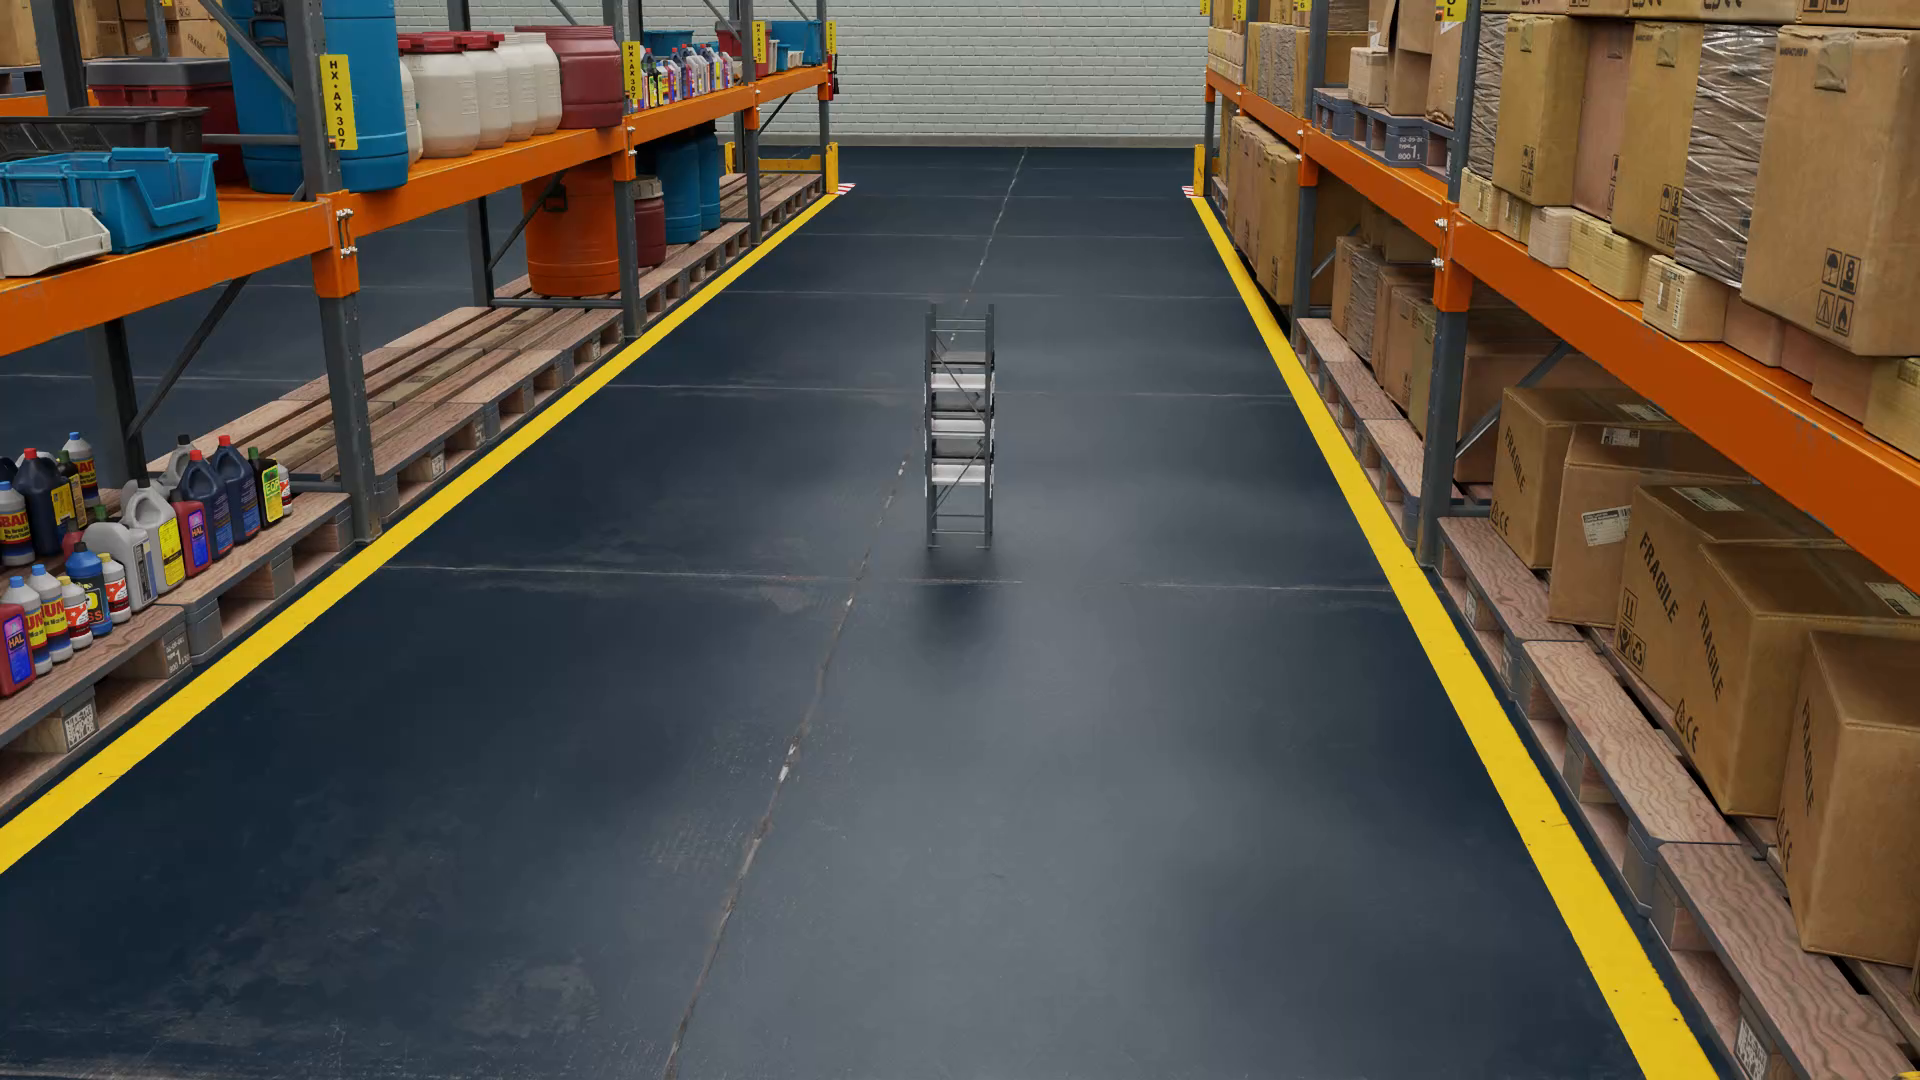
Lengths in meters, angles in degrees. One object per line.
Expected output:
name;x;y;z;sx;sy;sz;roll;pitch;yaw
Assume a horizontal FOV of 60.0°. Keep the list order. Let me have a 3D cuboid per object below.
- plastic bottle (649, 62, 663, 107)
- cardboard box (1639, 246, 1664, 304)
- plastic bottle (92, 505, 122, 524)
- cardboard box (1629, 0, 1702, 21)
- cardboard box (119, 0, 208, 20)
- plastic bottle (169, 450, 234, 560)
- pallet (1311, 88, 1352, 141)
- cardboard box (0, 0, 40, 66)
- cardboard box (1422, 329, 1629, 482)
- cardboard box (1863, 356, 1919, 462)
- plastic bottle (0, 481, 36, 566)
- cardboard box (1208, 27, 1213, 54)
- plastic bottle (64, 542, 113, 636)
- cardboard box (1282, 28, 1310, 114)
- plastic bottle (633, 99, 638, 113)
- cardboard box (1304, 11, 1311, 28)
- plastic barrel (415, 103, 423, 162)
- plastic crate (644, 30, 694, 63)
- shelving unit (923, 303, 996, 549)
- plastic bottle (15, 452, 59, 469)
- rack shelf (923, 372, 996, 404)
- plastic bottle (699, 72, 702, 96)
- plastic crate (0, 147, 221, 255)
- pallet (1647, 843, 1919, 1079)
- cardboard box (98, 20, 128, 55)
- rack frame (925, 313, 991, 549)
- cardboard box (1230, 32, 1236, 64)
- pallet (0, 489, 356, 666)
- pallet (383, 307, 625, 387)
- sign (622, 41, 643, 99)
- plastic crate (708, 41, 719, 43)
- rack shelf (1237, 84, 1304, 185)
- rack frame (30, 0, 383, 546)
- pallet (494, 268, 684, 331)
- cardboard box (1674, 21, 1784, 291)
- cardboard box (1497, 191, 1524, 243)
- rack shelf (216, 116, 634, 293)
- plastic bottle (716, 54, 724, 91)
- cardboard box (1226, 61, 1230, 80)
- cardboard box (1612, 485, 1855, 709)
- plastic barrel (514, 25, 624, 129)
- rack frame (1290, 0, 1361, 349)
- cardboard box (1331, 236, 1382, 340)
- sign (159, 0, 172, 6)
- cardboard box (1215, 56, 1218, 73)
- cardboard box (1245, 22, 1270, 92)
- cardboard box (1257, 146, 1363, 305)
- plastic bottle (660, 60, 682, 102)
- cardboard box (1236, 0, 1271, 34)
plastic bottle;-2.005;-3.005;10.964;0.061;0.283;0.133;1;18;4
cardboard box;1.808;-0.600;3.841;0.380;0.149;0.250;1;18;4
plastic bottle;-2.650;0.019;5.204;0.061;0.283;0.133;1;18;4
cardboard box;1.809;-1.388;3.598;0.500;0.500;0.500;1;18;4
cardboard box;-6.803;-4.694;14.165;0.500;0.500;0.500;2;18;5
plastic bottle;-2.523;-0.119;5.517;0.144;0.351;0.185;0;18;1
pallet;2.532;-2.252;8.786;1.213;0.211;1.003;1;18;4
cardboard box;-7.182;-3.728;12.149;0.700;0.500;0.500;-3;18;-10
cardboard box;2.255;-0.536;6.549;0.700;0.500;0.500;0;18;0
cardboard box;1.703;-0.212;2.657;0.380;0.149;0.250;1;18;4
plastic bottle;-3.112;-0.058;5.459;0.097;0.271;0.097;0;18;0
cardboard box;2.746;-4.978;16.562;0.500;0.250;0.500;1;18;2
plastic bottle;-2.550;0.138;4.859;0.097;0.271;0.097;0;18;0
cardboard box;2.306;-2.928;10.380;0.500;0.500;0.500;1;18;3
plastic bottle;-2.068;-2.776;10.396;0.097;0.201;0.097;0;18;0
cardboard box;2.595;-3.520;10.576;0.797;0.503;0.637;2;18;5
plastic barrel;-2.502;-1.777;7.250;0.301;0.262;0.301;0;18;0
plastic crate;-2.484;-4.093;14.026;0.392;0.384;0.575;1;18;4
shelving unit;0.001;-0.430;6.291;0.258;0.900;0.210;1;18;4
plastic bottle;-3.206;-0.159;5.760;0.152;0.276;0.135;2;18;6
rack shelf;0.001;-0.570;6.245;0.258;0.077;0.200;1;18;4
plastic bottle;-1.936;-3.347;12.139;0.097;0.201;0.097;0;18;0
plastic crate;-2.559;-1.014;4.941;0.499;0.251;0.616;1;18;4
pallet;2.002;0.968;3.130;1.003;0.211;1.213;1;18;4
cardboard box;-7.337;-4.240;14.384;0.500;0.500;0.500;2;18;5
rack frame;-0.007;-0.399;6.194;0.240;0.900;0.006;1;18;4
cardboard box;2.568;-4.183;14.134;0.500;0.250;0.500;2;18;6
pallet;-2.840;0.098;5.785;1.003;0.211;1.213;1;18;4
pallet;-2.558;-1.112;9.479;1.003;0.211;1.213;1;18;4
sign;-1.914;-2.745;9.720;0.100;0.325;0.005;1;18;4
plastic crate;-2.283;-4.837;16.540;0.416;0.233;0.300;1;18;4
rack shelf;2.620;-2.846;11.446;1.077;0.370;4.000;1;18;4
rack frame;-2.750;-1.435;5.985;1.000;3.000;0.127;1;18;4
pallet;-2.449;-1.598;10.961;1.003;0.211;1.213;1;18;4
cardboard box;1.965;-0.753;3.267;0.875;0.500;0.500;1;18;4
cardboard box;1.853;-0.989;5.028;0.380;0.149;0.250;1;18;4
rack shelf;-2.607;-1.714;7.993;1.077;0.370;4.000;1;18;4
plastic bottle;-1.909;-3.617;12.845;0.152;0.276;0.135;1;18;4
cardboard box;2.532;-4.111;14.556;0.380;0.149;0.250;2;18;5
cardboard box;2.122;0.160;4.458;0.500;0.500;0.500;0;18;-1
plastic barrel;-2.195;-2.591;9.295;0.600;0.536;0.708;1;18;4
rack frame;2.477;-2.567;9.439;1.000;3.000;0.127;1;18;4
cardboard box;2.449;-1.379;9.123;0.700;0.500;0.500;0;18;1
sign;-6.563;-4.570;13.694;0.100;0.325;0.005;1;18;4
cardboard box;2.624;-4.510;15.773;0.380;0.149;0.250;1;18;3
cardboard box;2.481;-3.719;12.796;0.500;0.500;0.500;1;18;4
cardboard box;2.547;-1.970;10.357;1.225;0.875;0.875;0;18;1
plastic bottle;-2.011;-3.176;11.498;0.152;0.276;0.135;1;18;4
cardboard box;2.530;-4.384;13.544;0.500;0.500;0.500;2;18;5
